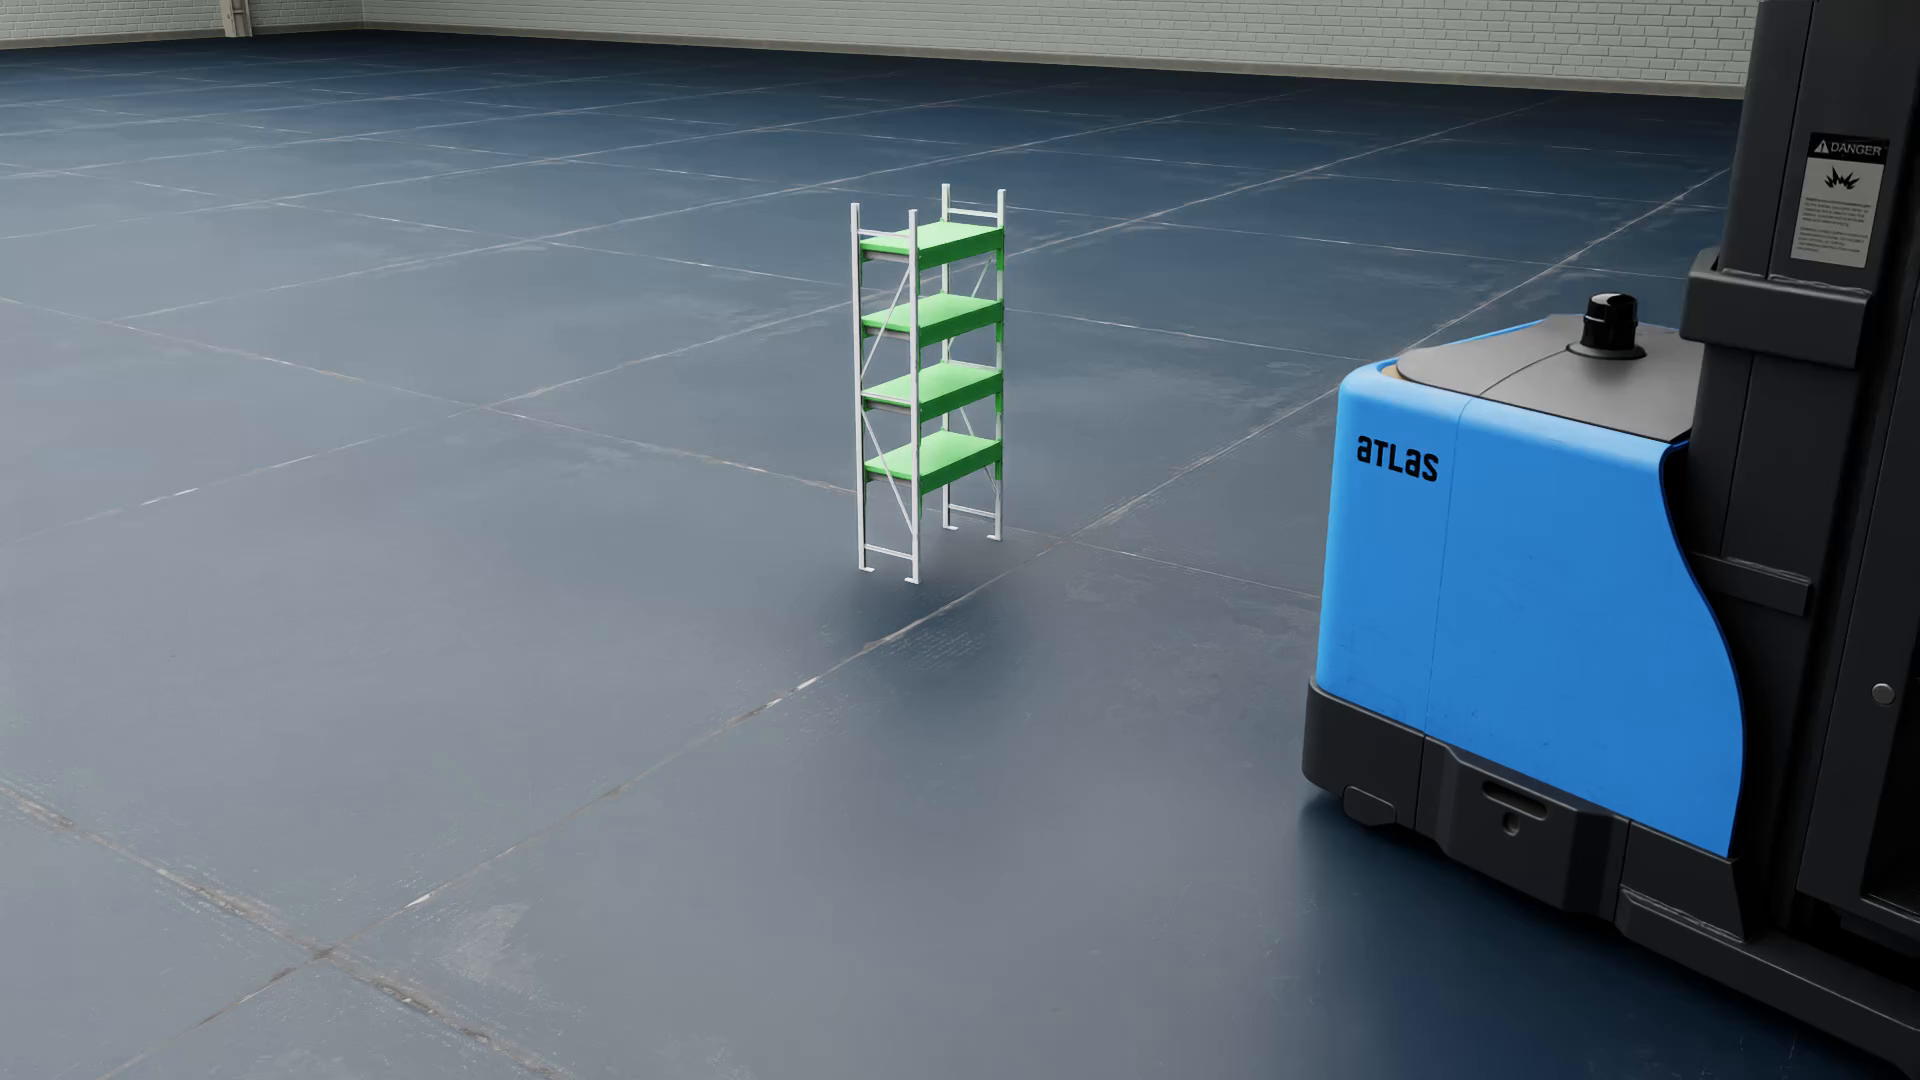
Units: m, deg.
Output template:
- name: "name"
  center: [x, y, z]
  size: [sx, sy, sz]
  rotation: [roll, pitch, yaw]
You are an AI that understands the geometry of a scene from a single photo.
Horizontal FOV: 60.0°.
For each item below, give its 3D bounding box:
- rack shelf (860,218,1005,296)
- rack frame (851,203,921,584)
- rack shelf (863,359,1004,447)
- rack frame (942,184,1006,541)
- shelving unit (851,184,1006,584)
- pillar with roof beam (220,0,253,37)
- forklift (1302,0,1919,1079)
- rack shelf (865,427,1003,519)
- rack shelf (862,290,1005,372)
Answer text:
- name: "rack shelf"
  center: [-0.093, -0.906, 5.284]
  size: [0.258, 0.148, 0.480]
  rotation: [13, 24, 32]
- name: "rack frame"
  center: [-0.230, -0.445, 5.239]
  size: [0.240, 1.200, 0.015]
  rotation: [13, 24, 32]
- name: "rack shelf"
  center: [-0.093, -0.455, 5.451]
  size: [0.258, 0.148, 0.480]
  rotation: [13, 24, 32]
- name: "rack frame"
  center: [0.044, -0.585, 5.618]
  size: [0.240, 1.200, 0.015]
  rotation: [13, 24, 32]
- name: "shelving unit"
  center: [-0.093, -0.515, 5.428]
  size: [0.258, 1.200, 0.503]
  rotation: [13, 24, 32]
- name: "pillar with roof beam"
  center: [-10.234, -13.013, 27.974]
  size: [9.100, 9.000, 0.400]
  rotation: [13, 24, 32]
- name: "forklift"
  center: [2.162, -0.462, 2.789]
  size: [1.130, 2.935, 3.031]
  rotation: [-16, 26, -37]
- name: "rack shelf"
  center: [-0.093, -0.230, 5.534]
  size: [0.258, 0.148, 0.480]
  rotation: [13, 24, 32]
- name: "rack shelf"
  center: [-0.093, -0.680, 5.367]
  size: [0.258, 0.148, 0.480]
  rotation: [13, 24, 32]
